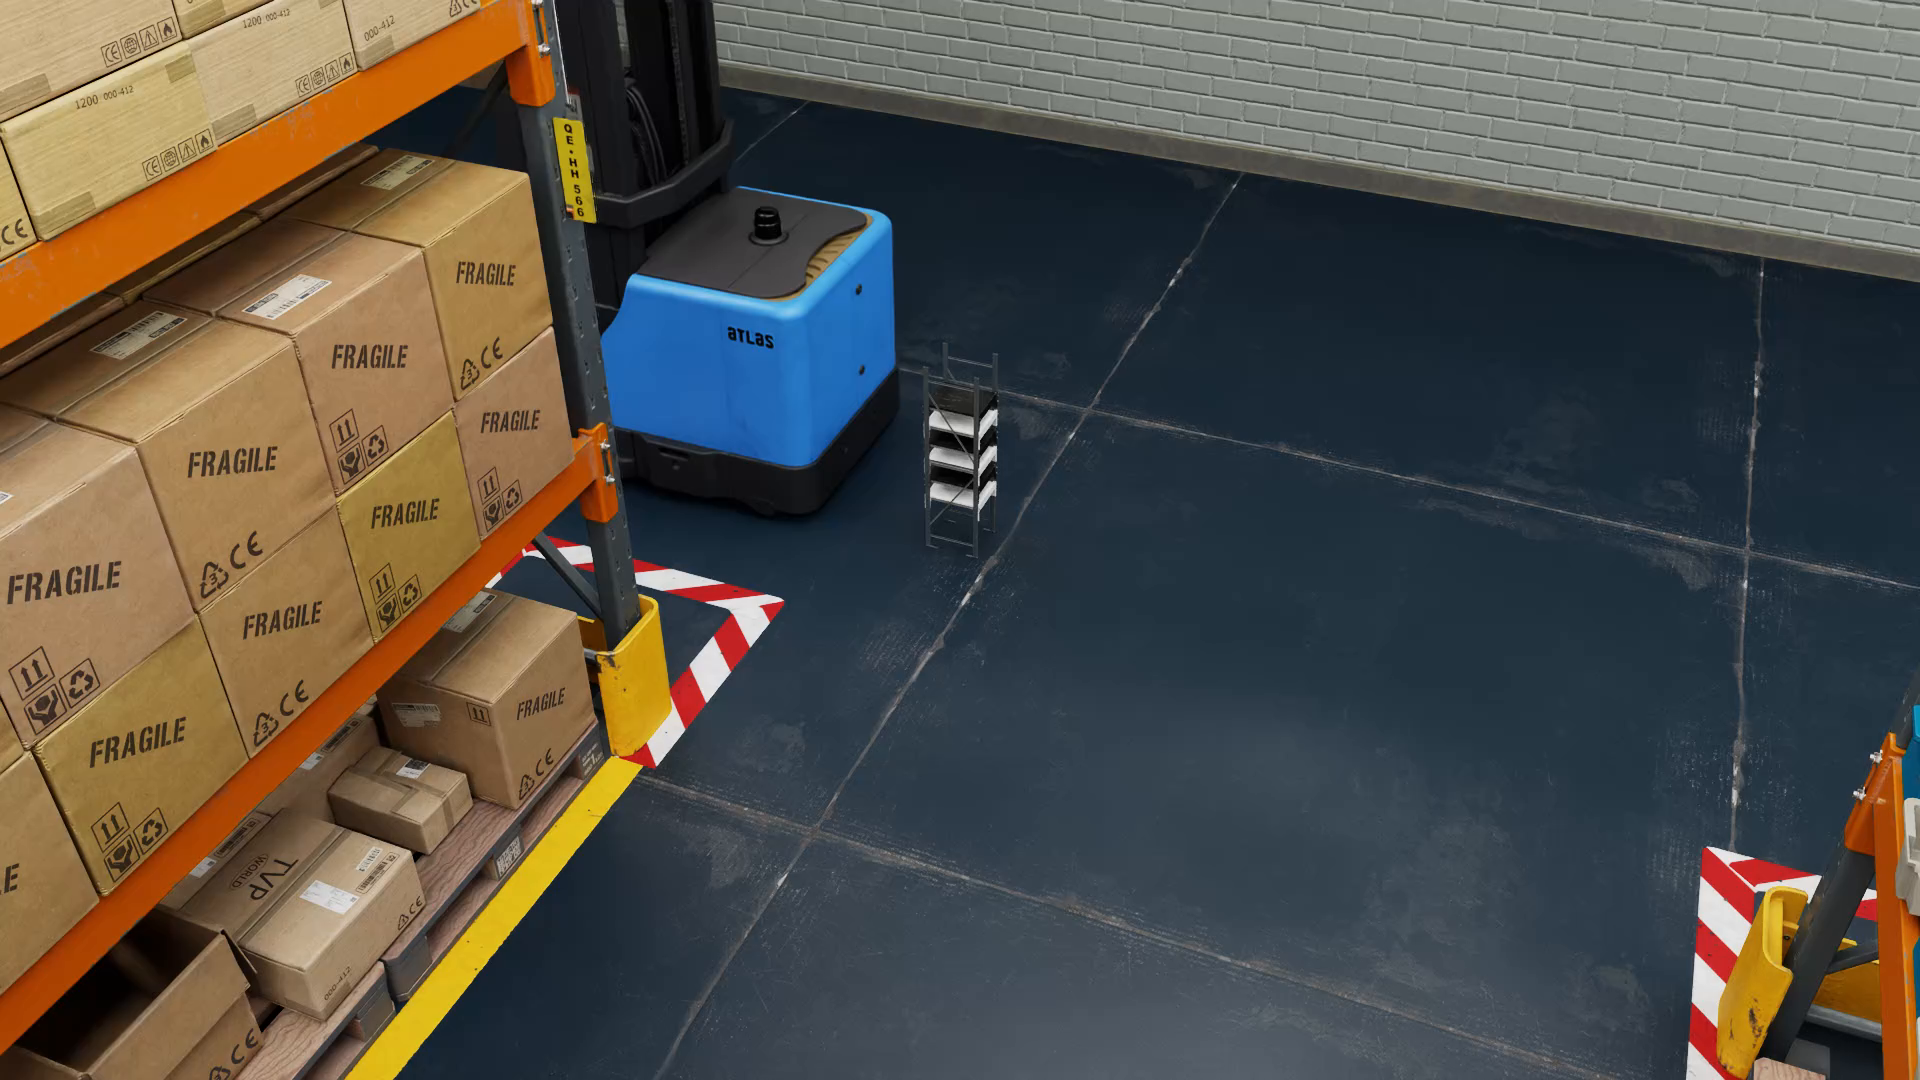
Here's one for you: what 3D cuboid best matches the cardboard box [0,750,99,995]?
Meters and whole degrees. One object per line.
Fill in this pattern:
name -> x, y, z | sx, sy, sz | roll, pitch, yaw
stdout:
cardboard box -> -2.354, 0.739, 3.673 | 0.500, 0.500, 0.500 | 14, 39, 18

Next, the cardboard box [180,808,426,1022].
cardboard box -> -2.030, 1.146, 5.140 | 0.500, 0.250, 0.500 | 14, 39, 18

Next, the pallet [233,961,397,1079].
pallet -> -2.459, 1.619, 4.908 | 1.003, 0.211, 1.213 | 14, 39, 18

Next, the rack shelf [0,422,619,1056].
rack shelf -> -2.423, 0.740, 4.355 | 1.077, 0.370, 4.000 | 14, 39, 18

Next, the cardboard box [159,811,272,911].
cardboard box -> -2.512, 1.060, 5.255 | 0.500, 0.250, 0.500 | 14, 39, 18

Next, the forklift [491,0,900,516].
forklift -> -1.858, -1.840, 7.264 | 3.031, 2.935, 1.130 | 14, 39, 17

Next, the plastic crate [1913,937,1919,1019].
plastic crate -> 2.268, 0.945, 3.571 | 0.416, 0.233, 0.300 | 14, 39, 18

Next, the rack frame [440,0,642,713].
rack frame -> -1.662, -0.655, 5.621 | 1.000, 3.000, 0.127 | 14, 39, 18

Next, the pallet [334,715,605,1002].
pallet -> -1.993, 0.946, 5.809 | 1.003, 0.211, 1.213 | 14, 39, 18

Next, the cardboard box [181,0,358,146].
cardboard box -> -1.814, -1.178, 3.940 | 0.500, 0.250, 0.500 | 14, 39, 18

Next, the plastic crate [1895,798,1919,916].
plastic crate -> 2.320, 0.777, 3.875 | 0.250, 0.136, 0.298 | 14, 39, 18

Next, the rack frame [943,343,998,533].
rack frame -> 0.042, -0.421, 7.062 | 0.240, 0.900, 0.006 | 14, 39, 18

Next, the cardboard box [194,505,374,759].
cardboard box -> -1.970, 0.178, 4.423 | 0.500, 0.500, 0.500 | 14, 39, 18

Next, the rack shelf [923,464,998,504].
rack shelf -> 0.003, -0.266, 7.060 | 0.258, 0.077, 0.200 | 14, 39, 18

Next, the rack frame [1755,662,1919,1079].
rack frame -> 2.917, 0.475, 4.109 | 1.000, 3.000, 0.127 | 14, 39, 18

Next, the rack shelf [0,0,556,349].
rack shelf -> -2.423, -0.461, 3.457 | 1.077, 0.370, 4.000 | 14, 39, 18

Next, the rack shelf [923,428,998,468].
rack shelf -> 0.003, -0.410, 6.953 | 0.258, 0.077, 0.200 | 14, 39, 18

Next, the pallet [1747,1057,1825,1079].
pallet -> 2.568, 2.040, 4.344 | 1.003, 0.211, 1.213 | 14, 39, 18

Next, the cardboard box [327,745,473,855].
cardboard box -> -1.879, 0.864, 5.587 | 0.380, 0.166, 0.250 | 14, 39, 18

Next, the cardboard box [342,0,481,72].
cardboard box -> -1.614, -1.452, 4.307 | 0.500, 0.250, 0.500 | 14, 39, 18

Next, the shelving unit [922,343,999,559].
shelving unit -> 0.003, -0.365, 6.987 | 0.258, 0.900, 0.210 | 14, 39, 18

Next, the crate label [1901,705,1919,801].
crate label -> 2.519, 0.580, 4.058 | 0.416, 0.233, 0.303 | 14, 39, 18

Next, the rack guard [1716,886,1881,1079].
rack guard -> 2.914, 1.460, 4.879 | 1.175, 0.500, 0.348 | 14, 39, 18

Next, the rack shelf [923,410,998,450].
rack shelf -> 0.003, -0.482, 6.899 | 0.258, 0.077, 0.200 | 14, 39, 18

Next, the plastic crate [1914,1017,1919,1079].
plastic crate -> 2.062, 1.153, 3.372 | 0.250, 0.136, 0.298 | 14, 39, 18

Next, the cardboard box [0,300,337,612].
cardboard box -> -1.962, -0.219, 4.118 | 0.500, 0.500, 0.500 | 15, 39, 19

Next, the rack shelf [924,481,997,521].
rack shelf -> 0.003, -0.194, 7.114 | 0.258, 0.077, 0.200 | 14, 39, 18

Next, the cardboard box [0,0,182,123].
cardboard box -> -2.006, -1.101, 3.420 | 0.500, 0.250, 0.500 | 14, 39, 18

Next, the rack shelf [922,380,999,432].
rack shelf -> 0.003, -0.555, 6.845 | 0.258, 0.077, 0.200 | 14, 39, 18

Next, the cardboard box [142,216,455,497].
cardboard box -> -1.769, -0.507, 4.504 | 0.500, 0.500, 0.500 | 15, 39, 19

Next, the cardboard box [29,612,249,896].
cardboard box -> -2.162, 0.457, 4.050 | 0.500, 0.500, 0.500 | 13, 39, 17

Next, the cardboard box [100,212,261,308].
cardboard box -> -2.267, -0.619, 4.654 | 0.500, 0.500, 0.500 | 14, 39, 18

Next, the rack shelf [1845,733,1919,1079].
rack shelf -> 2.156, 1.871, 2.842 | 1.077, 0.370, 4.000 | 14, 39, 18

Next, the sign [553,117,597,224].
sign -> -1.156, -1.108, 4.996 | 0.100, 0.325, 0.005 | 14, 39, 18

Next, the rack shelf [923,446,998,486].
rack shelf -> 0.003, -0.338, 7.007 | 0.258, 0.077, 0.200 | 14, 39, 18

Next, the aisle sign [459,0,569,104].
aisle sign -> -1.353, -1.664, 4.800 | 0.394, 0.787, 0.004 | 14, 39, 18

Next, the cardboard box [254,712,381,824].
cardboard box -> -2.322, 0.783, 5.626 | 0.500, 0.250, 0.500 | 14, 39, 18

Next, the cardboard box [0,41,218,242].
cardboard box -> -1.992, -0.898, 3.566 | 0.500, 0.250, 0.500 | 14, 39, 18

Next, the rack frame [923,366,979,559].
rack frame -> -0.036, -0.309, 6.911 | 0.240, 0.900, 0.006 | 14, 39, 18

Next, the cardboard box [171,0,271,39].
cardboard box -> -1.812, -1.377, 3.789 | 0.500, 0.250, 0.500 | 14, 39, 18

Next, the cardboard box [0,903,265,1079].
cardboard box -> -2.474, 1.342, 4.667 | 0.797, 0.503, 0.637 | 14, 39, 18

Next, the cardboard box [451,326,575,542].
cardboard box -> -1.581, -0.385, 5.176 | 0.500, 0.500, 0.500 | 15, 39, 19

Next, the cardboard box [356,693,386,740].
cardboard box -> -2.234, 0.596, 5.947 | 0.380, 0.166, 0.250 | 14, 39, 18

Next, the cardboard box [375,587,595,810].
cardboard box -> -1.641, 0.527, 5.760 | 0.500, 0.500, 0.500 | 14, 39, 18

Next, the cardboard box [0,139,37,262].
cardboard box -> -2.198, -0.625, 3.200 | 0.500, 0.250, 0.500 | 14, 39, 18

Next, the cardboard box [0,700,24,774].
cardboard box -> -2.353, 0.352, 3.355 | 0.500, 0.500, 0.500 | 13, 39, 16

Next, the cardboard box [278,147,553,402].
cardboard box -> -1.577, -0.787, 4.878 | 0.500, 0.500, 0.500 | 14, 39, 17

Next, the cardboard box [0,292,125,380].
cardboard box -> -2.462, -0.343, 4.285 | 0.500, 0.500, 0.500 | 14, 39, 18

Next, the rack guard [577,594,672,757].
rack guard -> -1.691, 0.388, 6.313 | 1.175, 0.500, 0.348 | 14, 39, 18

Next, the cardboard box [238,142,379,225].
cardboard box -> -2.075, -0.910, 5.043 | 0.500, 0.500, 0.500 | 15, 39, 19

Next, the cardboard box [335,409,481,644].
cardboard box -> -1.775, -0.097, 4.791 | 0.500, 0.500, 0.500 | 14, 39, 18

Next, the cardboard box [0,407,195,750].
cardboard box -> -2.157, 0.066, 3.738 | 0.500, 0.500, 0.500 | 15, 39, 19
